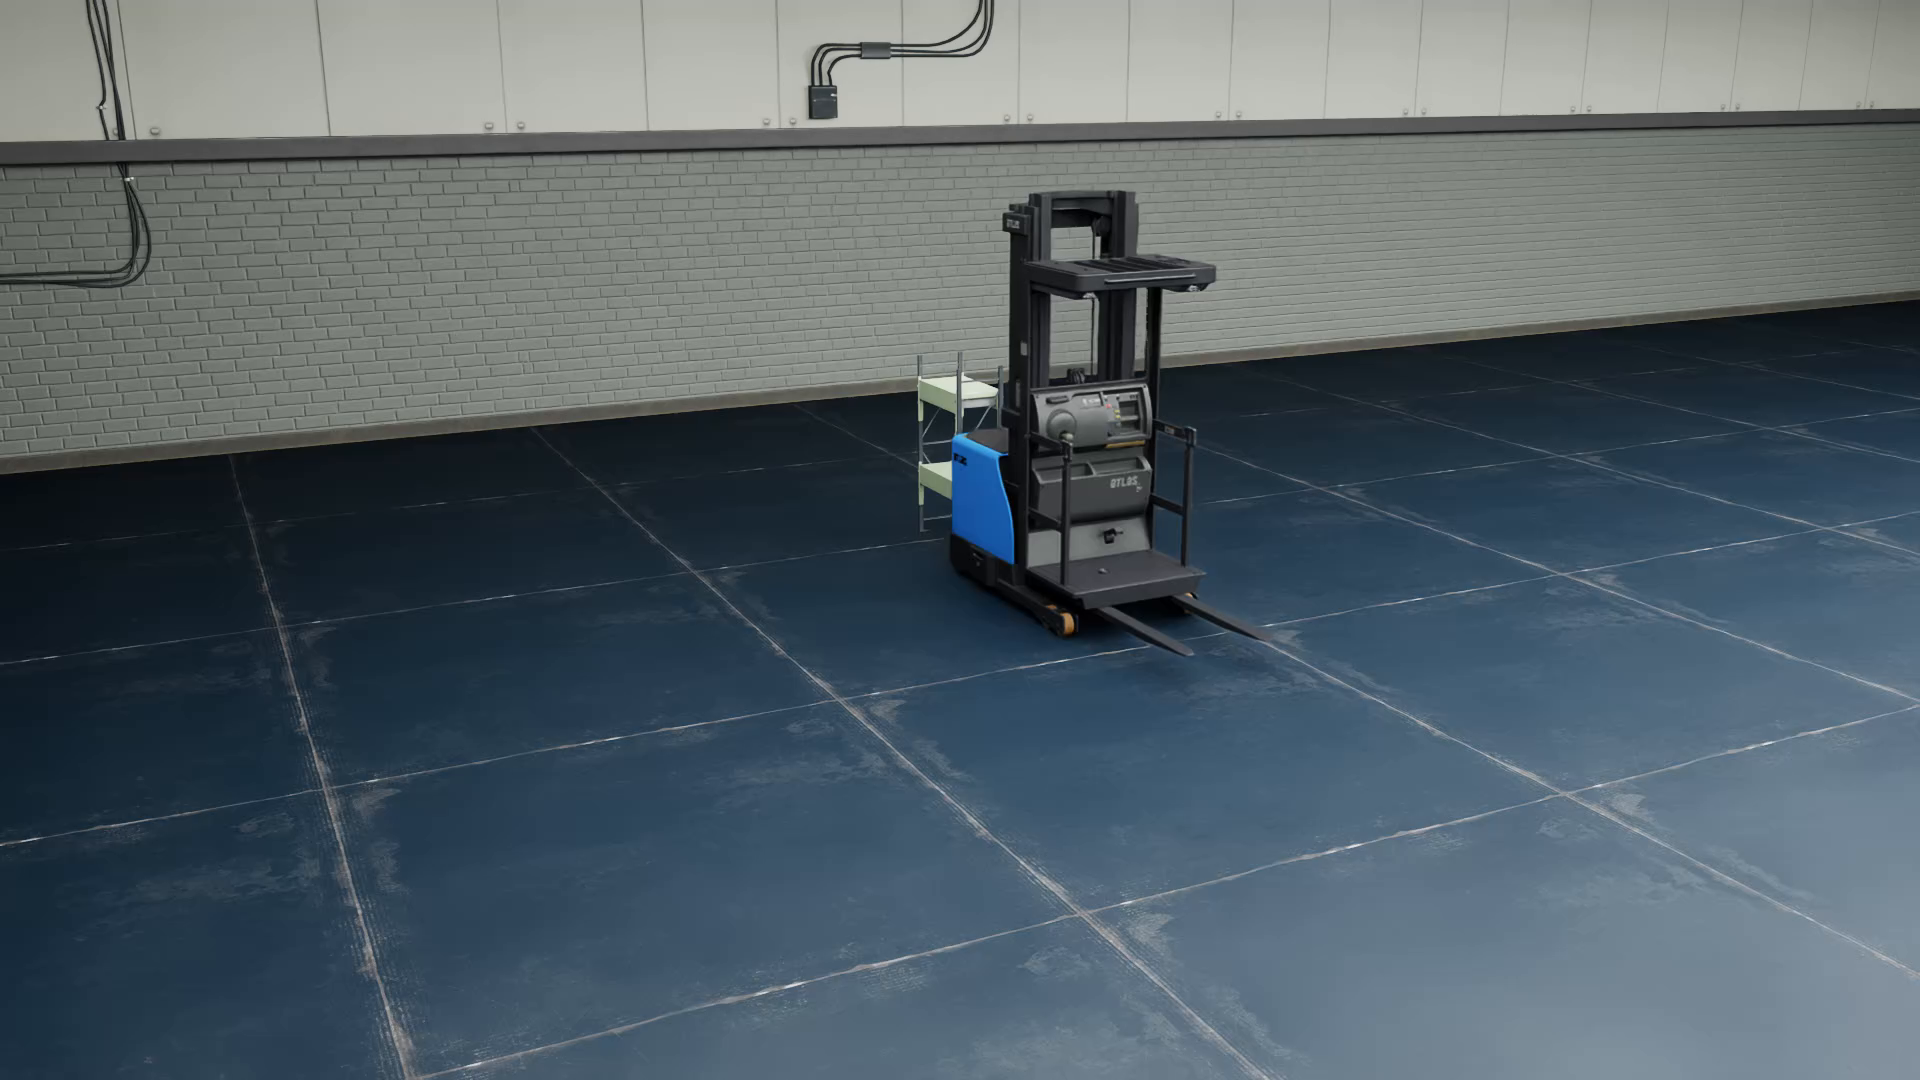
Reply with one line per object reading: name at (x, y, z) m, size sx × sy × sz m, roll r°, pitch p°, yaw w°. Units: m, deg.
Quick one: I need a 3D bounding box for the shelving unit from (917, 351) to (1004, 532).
shelving unit at (-0.003, -0.723, 13.550) m, size 0.431 × 1.500 × 0.755 m, roll -8°, pitch 18°, yaw -25°

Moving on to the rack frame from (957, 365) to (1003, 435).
rack frame at (0.157, -0.632, 13.233) m, size 0.400 × 1.500 × 0.023 m, roll -8°, pitch 18°, yaw -25°

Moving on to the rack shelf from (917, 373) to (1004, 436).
rack shelf at (-0.003, -1.098, 13.442) m, size 0.431 × 0.370 × 0.720 m, roll -8°, pitch 18°, yaw -25°

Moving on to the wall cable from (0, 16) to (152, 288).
wall cable at (-9.163, -3.457, 15.113) m, size 3.097 × 2.526 × 0.112 m, roll -8°, pitch 18°, yaw -25°

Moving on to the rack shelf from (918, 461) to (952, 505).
rack shelf at (-0.003, -0.409, 13.639) m, size 0.431 × 0.370 × 0.720 m, roll -8°, pitch 18°, yaw -25°

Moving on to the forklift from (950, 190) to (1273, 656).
forklift at (1.036, -0.885, 11.520) m, size 1.130 × 2.935 × 3.031 m, roll -8°, pitch 18°, yaw -26°

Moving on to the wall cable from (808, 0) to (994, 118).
wall cable at (-0.622, -7.728, 18.199) m, size 2.305 × 6.003 × 0.169 m, roll -8°, pitch 18°, yaw -25°

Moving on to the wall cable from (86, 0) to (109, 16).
wall cable at (-6.731, -6.212, 15.555) m, size 3.097 × 2.526 × 0.112 m, roll -8°, pitch 18°, yaw -25°

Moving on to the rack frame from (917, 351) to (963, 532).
rack frame at (-0.163, -0.813, 13.866) m, size 0.400 × 1.500 × 0.023 m, roll -8°, pitch 18°, yaw -25°
